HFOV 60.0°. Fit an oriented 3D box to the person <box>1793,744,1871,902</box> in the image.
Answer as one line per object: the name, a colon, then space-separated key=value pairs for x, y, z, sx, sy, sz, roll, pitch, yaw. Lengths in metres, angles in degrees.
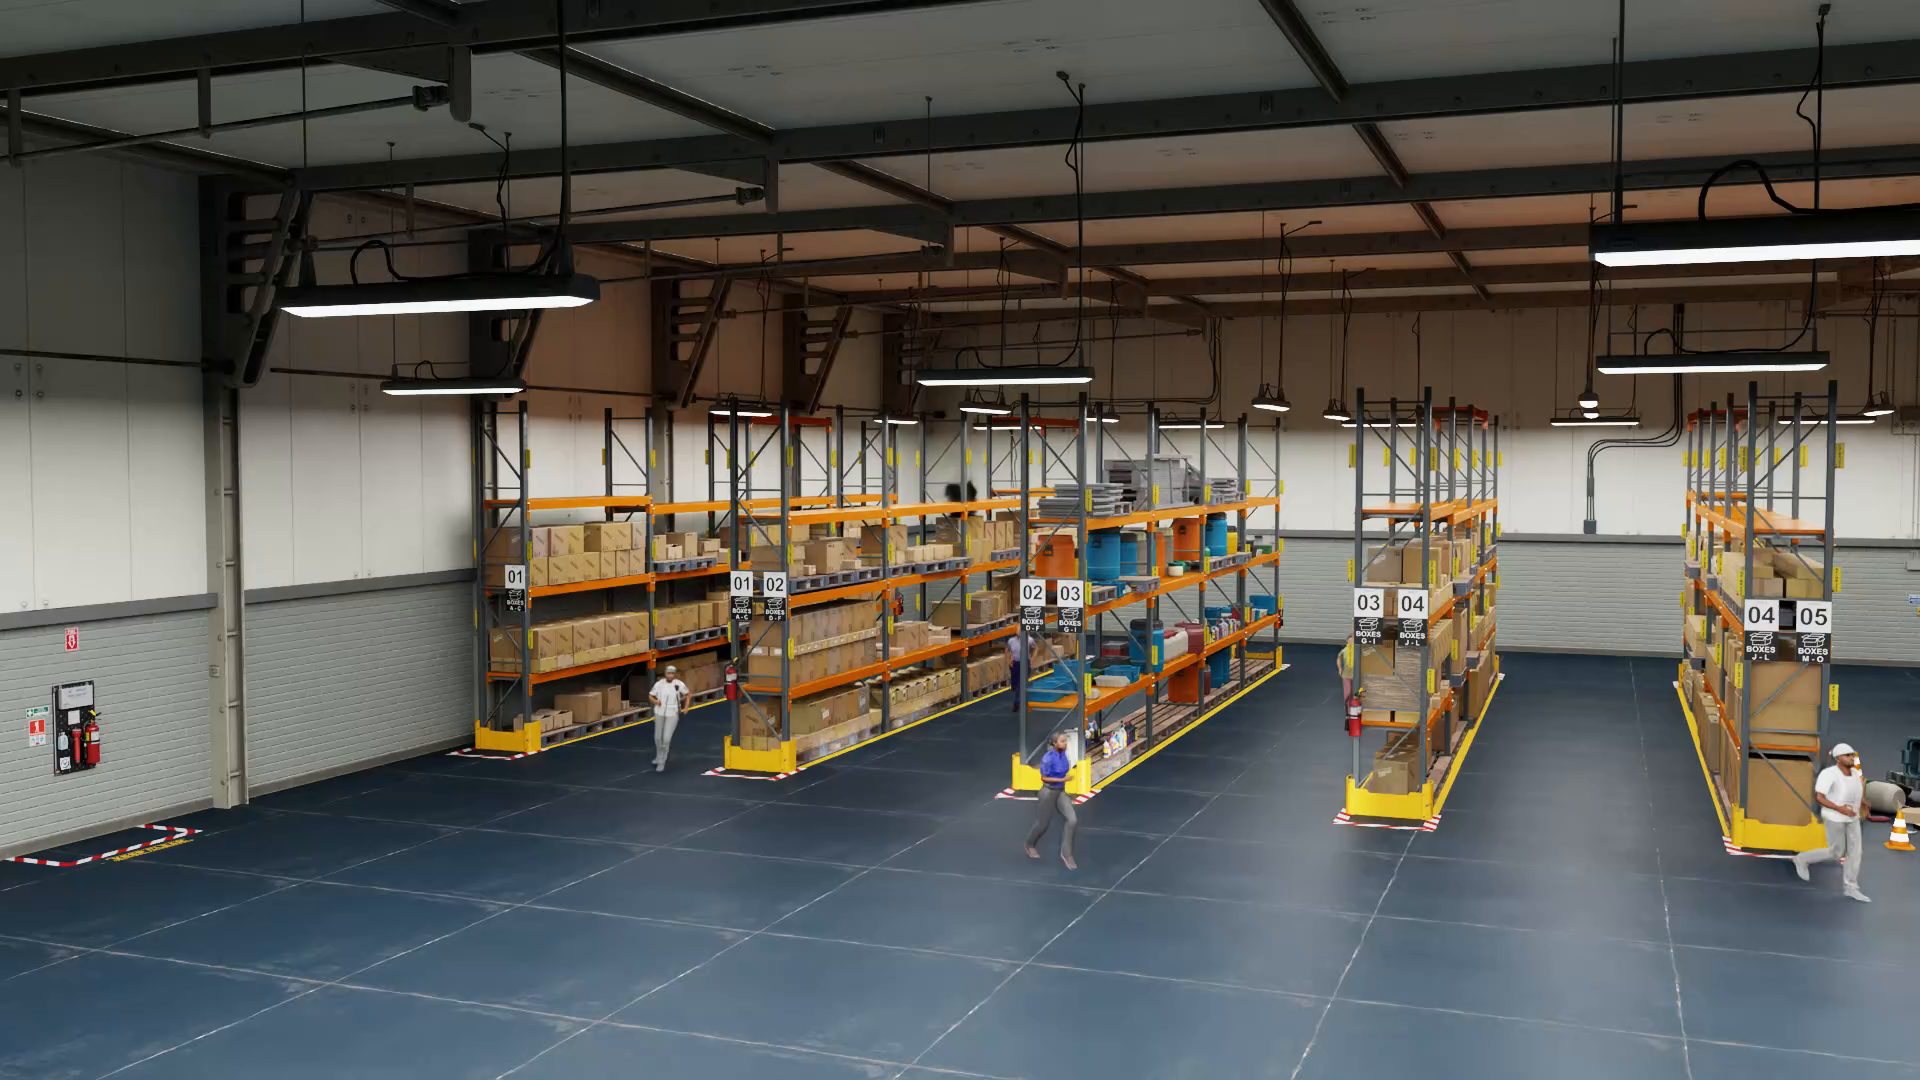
person: x=10.098 y=3.205 z=19.128 sx=0.709 sy=1.761 sz=0.862 roll=-1 pitch=3 yaw=-23

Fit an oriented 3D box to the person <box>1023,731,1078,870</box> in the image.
person: x=1.117 y=3.196 z=20.514 sx=0.846 sy=1.685 sz=0.599 roll=3 pitch=4 yaw=43

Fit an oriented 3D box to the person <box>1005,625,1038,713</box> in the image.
person: x=1.139 y=2.405 z=31.306 sx=0.631 sy=1.631 sz=0.705 roll=1 pitch=3 yaw=16

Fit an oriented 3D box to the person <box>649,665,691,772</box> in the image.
person: x=-4.719 y=2.878 z=26.926 sx=0.660 sy=1.709 sz=0.697 roll=0 pitch=3 yaw=3

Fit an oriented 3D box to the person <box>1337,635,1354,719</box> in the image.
person: x=7.420 y=2.637 z=31.522 sx=0.582 sy=1.672 sz=0.805 roll=1 pitch=3 yaw=21
